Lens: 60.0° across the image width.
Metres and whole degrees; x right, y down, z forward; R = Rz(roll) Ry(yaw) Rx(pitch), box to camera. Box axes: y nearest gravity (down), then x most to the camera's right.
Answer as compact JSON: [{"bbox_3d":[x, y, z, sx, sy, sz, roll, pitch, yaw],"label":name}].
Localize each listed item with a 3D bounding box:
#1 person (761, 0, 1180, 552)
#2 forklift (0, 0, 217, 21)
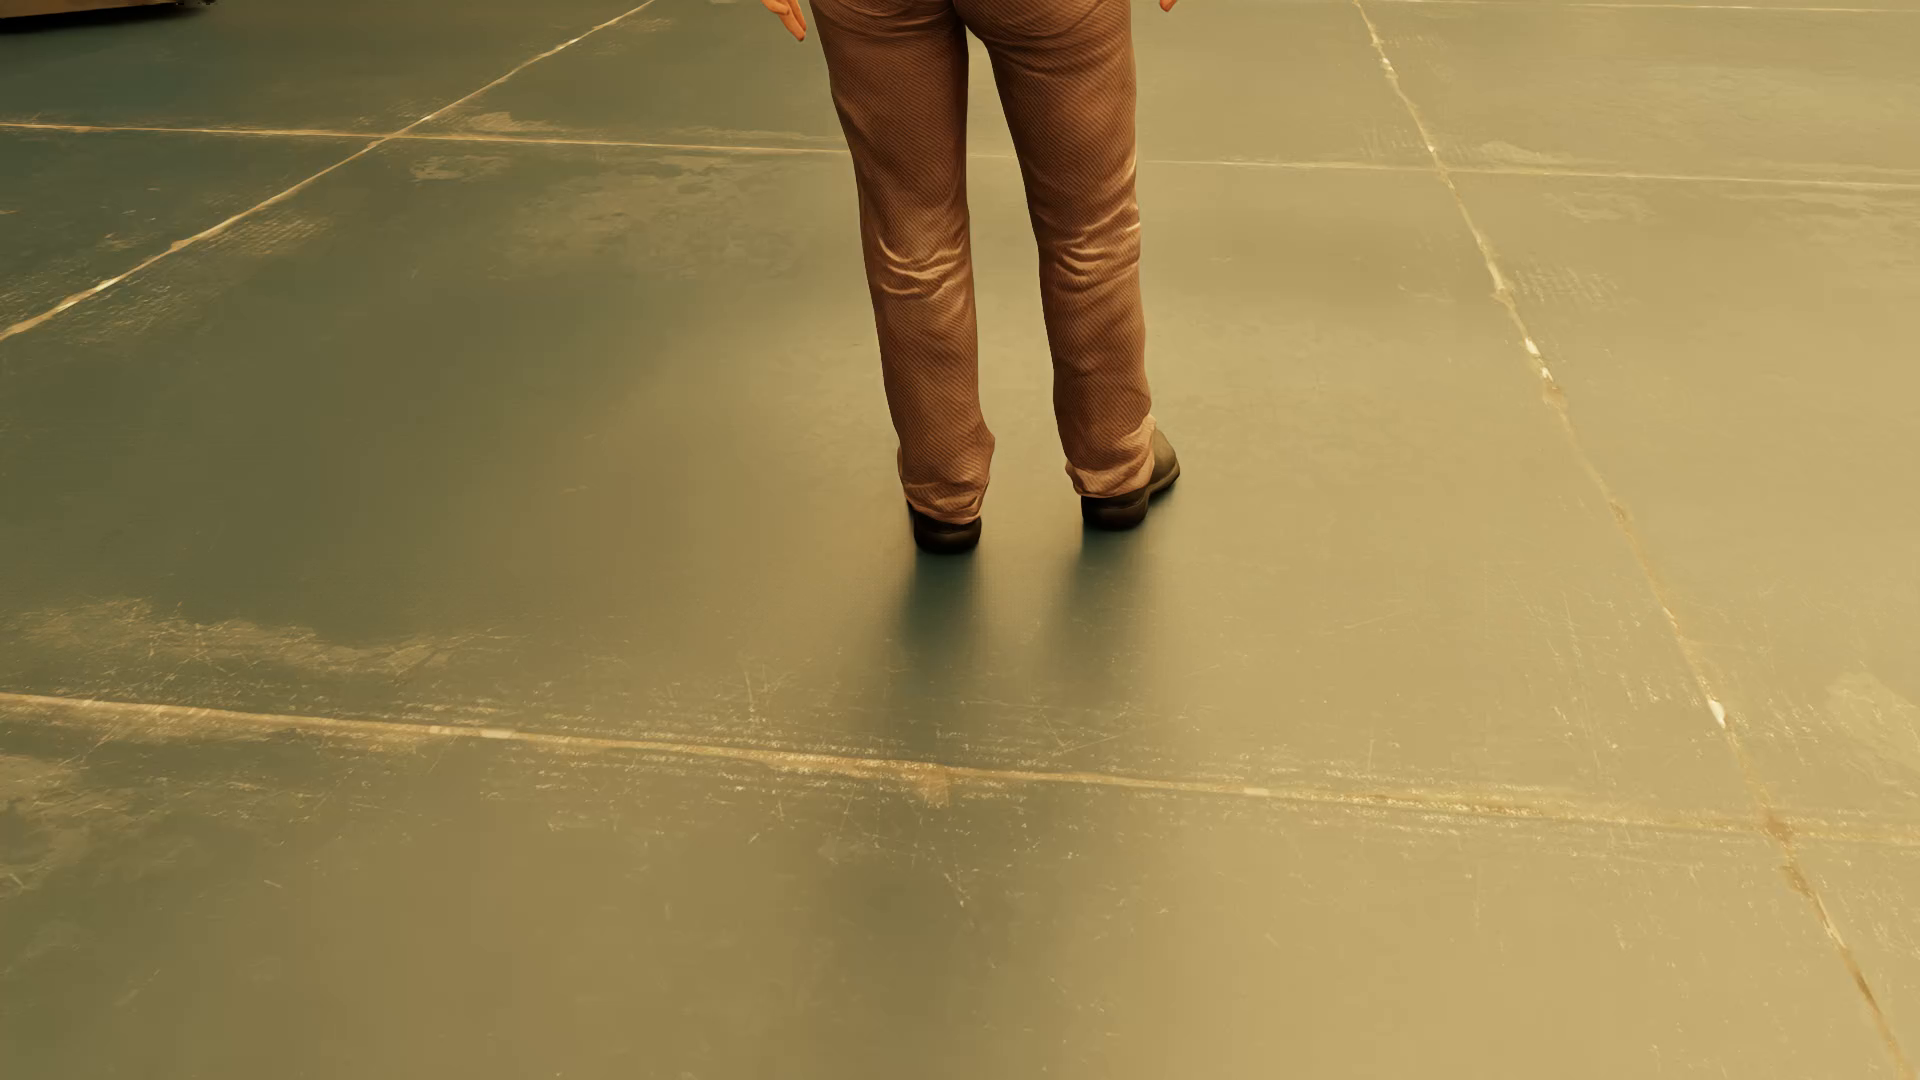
[{"bbox_3d":[0.016,-0.804,2.166,0.632,1.720,0.568,3,27,7],"label":"person"},{"bbox_3d":[-4.315,-3.841,6.916,1.130,2.935,3.031,-19,32,-33],"label":"forklift"}]
